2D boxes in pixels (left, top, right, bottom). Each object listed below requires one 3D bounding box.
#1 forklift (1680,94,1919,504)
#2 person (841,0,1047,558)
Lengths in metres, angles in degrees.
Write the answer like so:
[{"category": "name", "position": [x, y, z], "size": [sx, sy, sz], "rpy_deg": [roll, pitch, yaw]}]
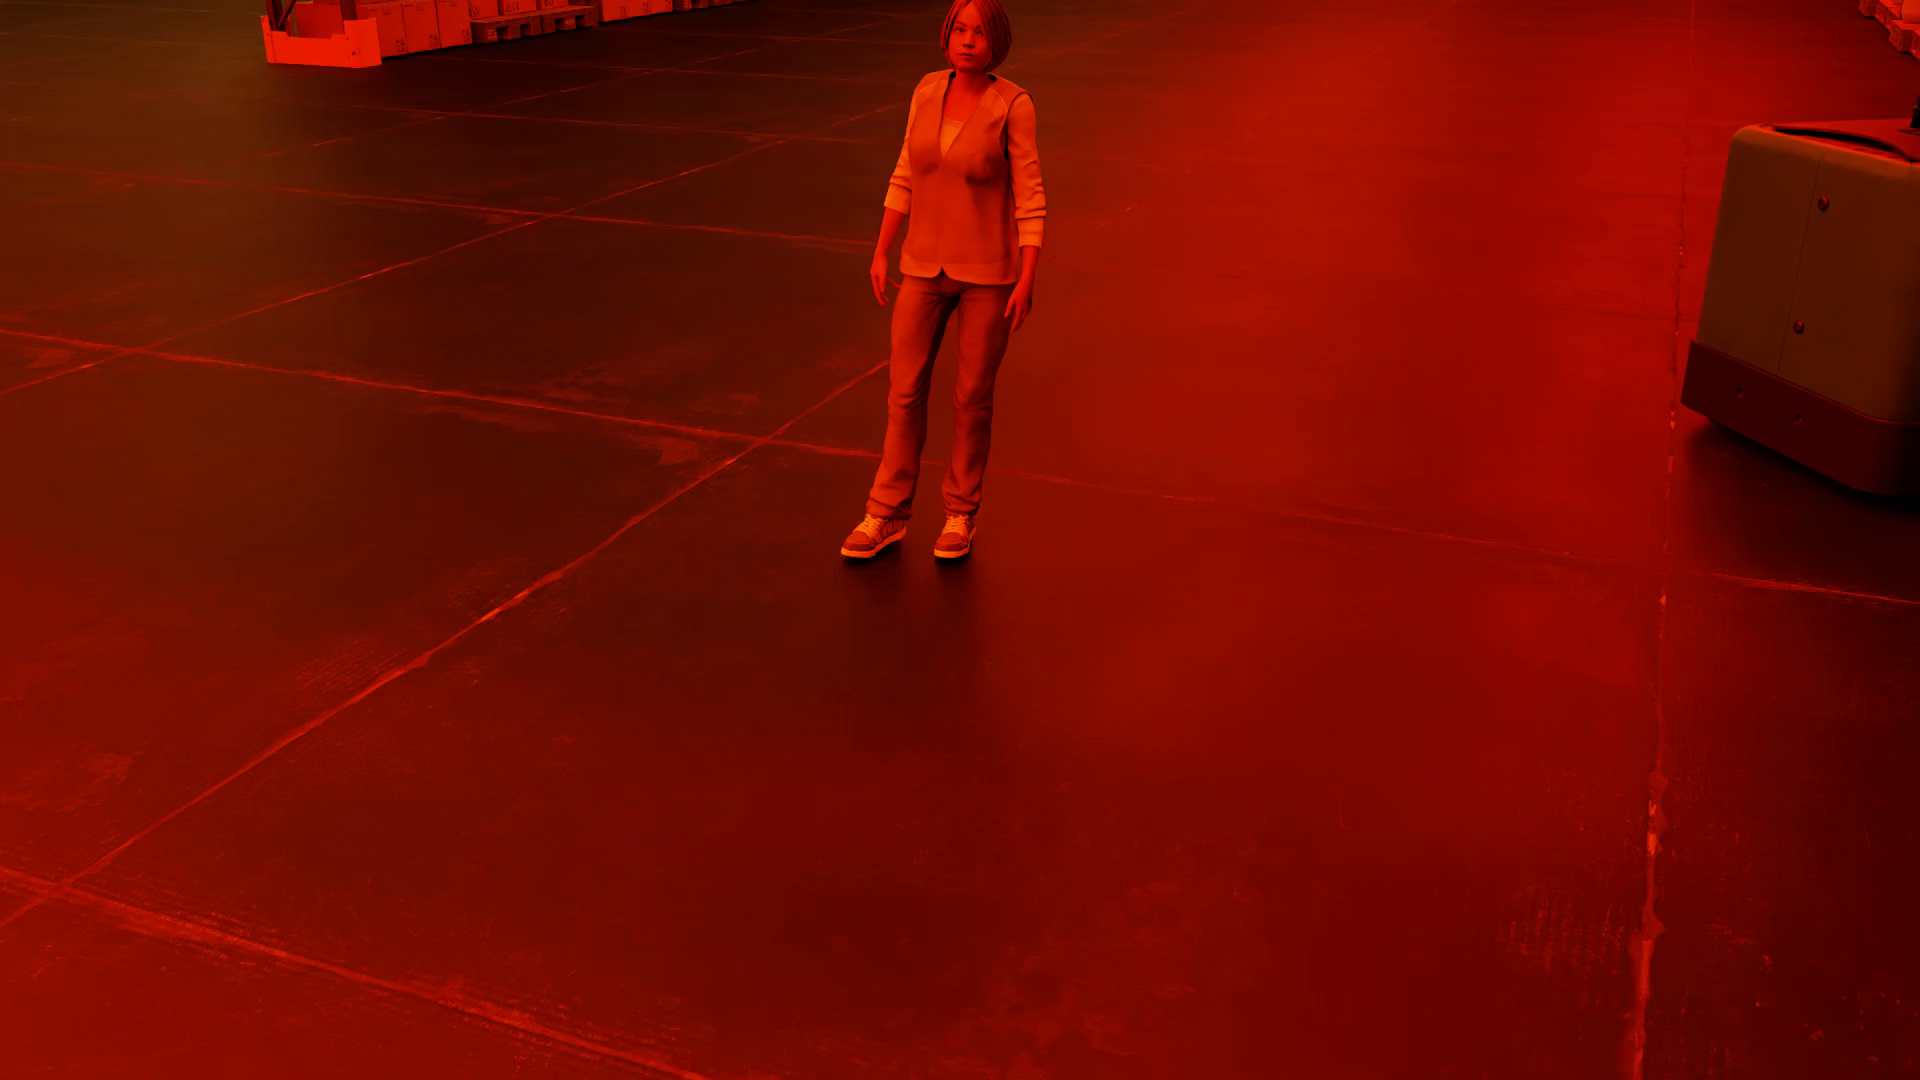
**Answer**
[{"category": "forklift", "position": [4.218, -1.745, 5.466], "size": [3.031, 2.935, 1.130], "rpy_deg": [-5, 23, -12]}, {"category": "person", "position": [-0.041, -0.719, 4.723], "size": [0.521, 1.599, 0.473], "rpy_deg": [9, 24, 21]}]
